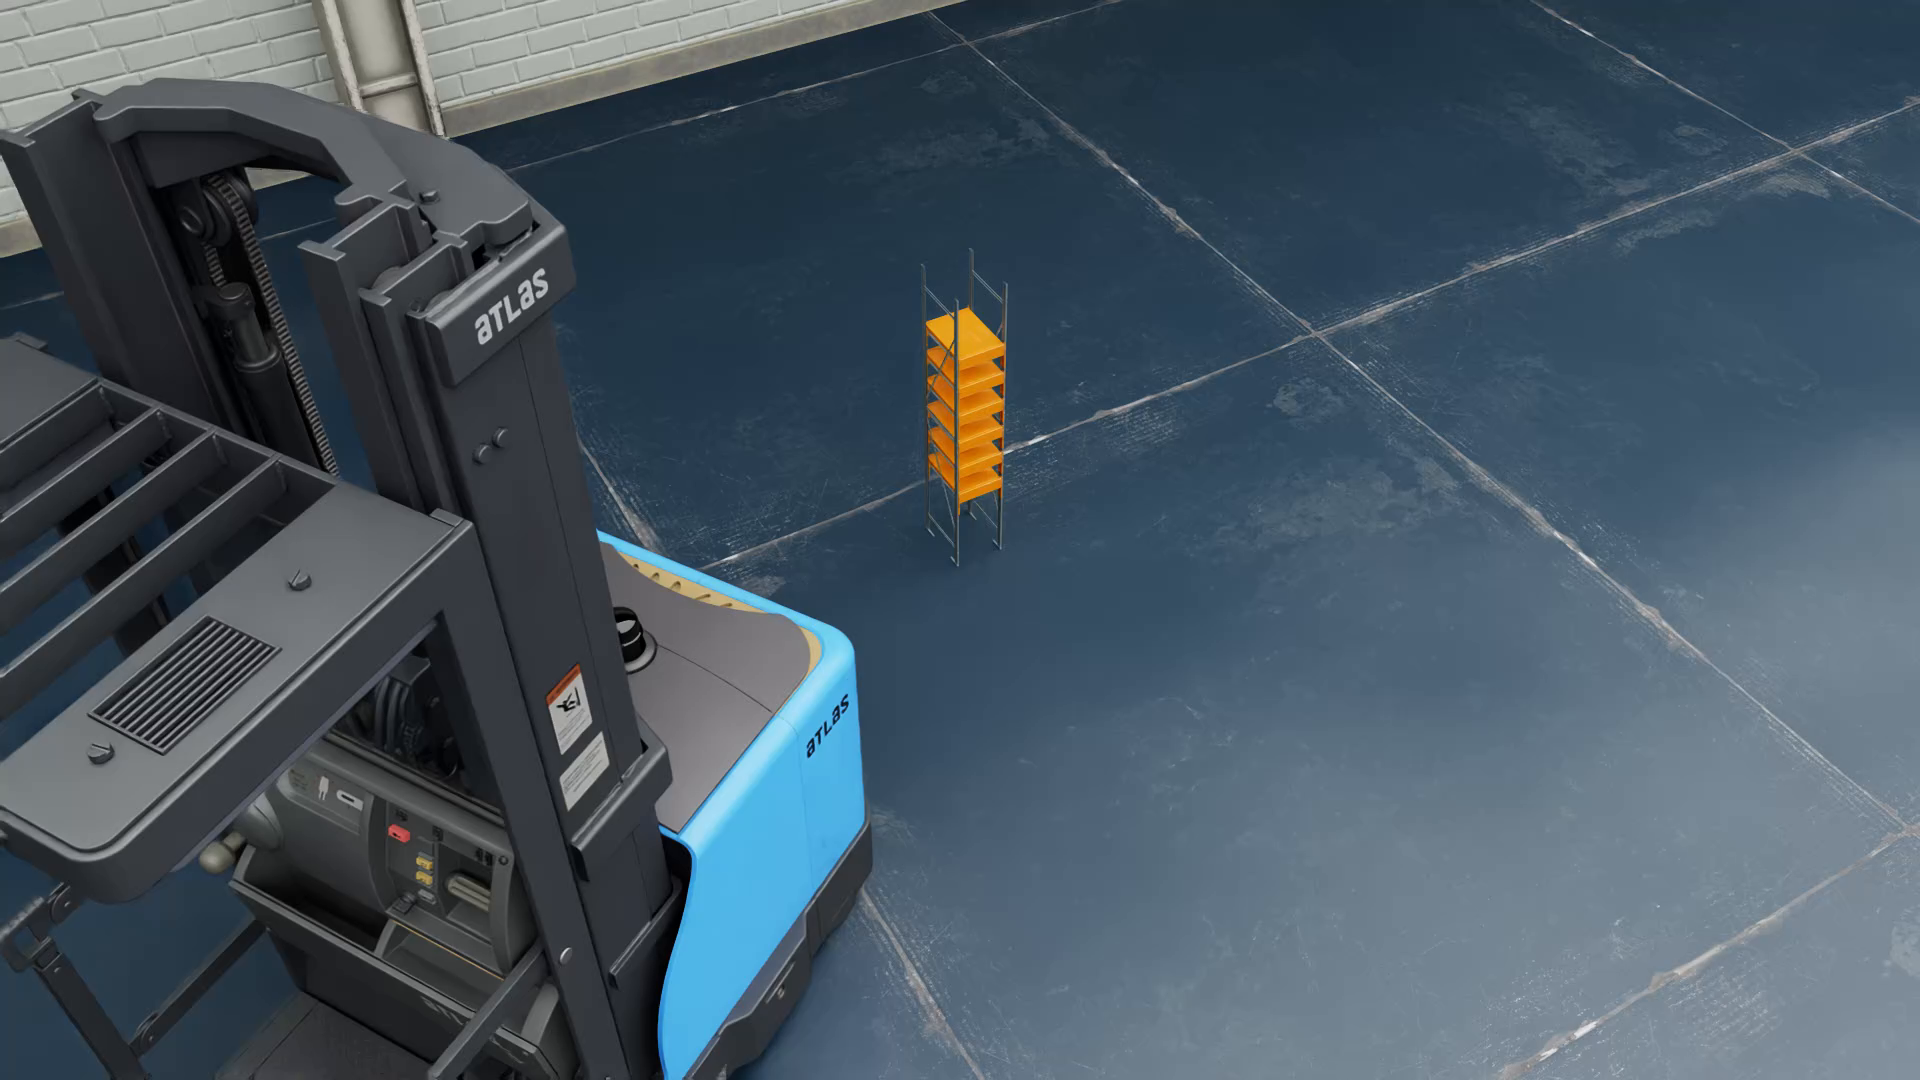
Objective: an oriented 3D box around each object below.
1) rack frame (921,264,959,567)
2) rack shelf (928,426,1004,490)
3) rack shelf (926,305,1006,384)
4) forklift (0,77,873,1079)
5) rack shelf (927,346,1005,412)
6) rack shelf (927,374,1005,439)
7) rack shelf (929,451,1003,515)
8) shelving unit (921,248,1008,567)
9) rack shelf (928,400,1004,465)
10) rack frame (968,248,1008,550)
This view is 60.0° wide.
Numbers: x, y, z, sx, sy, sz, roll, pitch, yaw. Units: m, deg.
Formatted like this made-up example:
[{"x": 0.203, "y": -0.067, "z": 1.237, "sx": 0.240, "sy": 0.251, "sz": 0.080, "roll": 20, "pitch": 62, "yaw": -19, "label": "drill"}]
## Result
[{"x": -0.067, "y": -0.404, "z": 5.805, "sx": 0.006, "sy": 1.200, "sz": 0.240, "roll": -22, "pitch": 48, "yaw": -21, "label": "rack frame"}, {"x": 0.013, "y": -0.318, "z": 5.952, "sx": 0.180, "sy": 0.103, "sz": 0.258, "roll": -22, "pitch": 48, "yaw": -21, "label": "rack shelf"}, {"x": 0.013, "y": -0.662, "z": 5.618, "sx": 0.180, "sy": 0.103, "sz": 0.258, "roll": -22, "pitch": 48, "yaw": -21, "label": "rack shelf"}, {"x": -1.413, "y": 0.716, "z": 3.407, "sx": 1.130, "sy": 2.935, "sz": 3.031, "roll": 21, "pitch": 48, "yaw": 20, "label": "forklift"}, {"x": 0.013, "y": -0.576, "z": 5.701, "sx": 0.180, "sy": 0.103, "sz": 0.258, "roll": -22, "pitch": 48, "yaw": -21, "label": "rack shelf"}, {"x": 0.013, "y": -0.490, "z": 5.785, "sx": 0.180, "sy": 0.103, "sz": 0.258, "roll": -22, "pitch": 48, "yaw": -21, "label": "rack shelf"}, {"x": 0.013, "y": -0.231, "z": 6.035, "sx": 0.180, "sy": 0.103, "sz": 0.258, "roll": -22, "pitch": 48, "yaw": -21, "label": "rack shelf"}, {"x": 0.013, "y": -0.436, "z": 5.837, "sx": 0.189, "sy": 1.200, "sz": 0.258, "roll": -22, "pitch": 48, "yaw": -21, "label": "shelving unit"}, {"x": 0.013, "y": -0.404, "z": 5.868, "sx": 0.180, "sy": 0.103, "sz": 0.258, "roll": -22, "pitch": 48, "yaw": -21, "label": "rack shelf"}, {"x": 0.092, "y": -0.467, "z": 5.870, "sx": 0.006, "sy": 1.200, "sz": 0.240, "roll": -22, "pitch": 48, "yaw": -21, "label": "rack frame"}]
